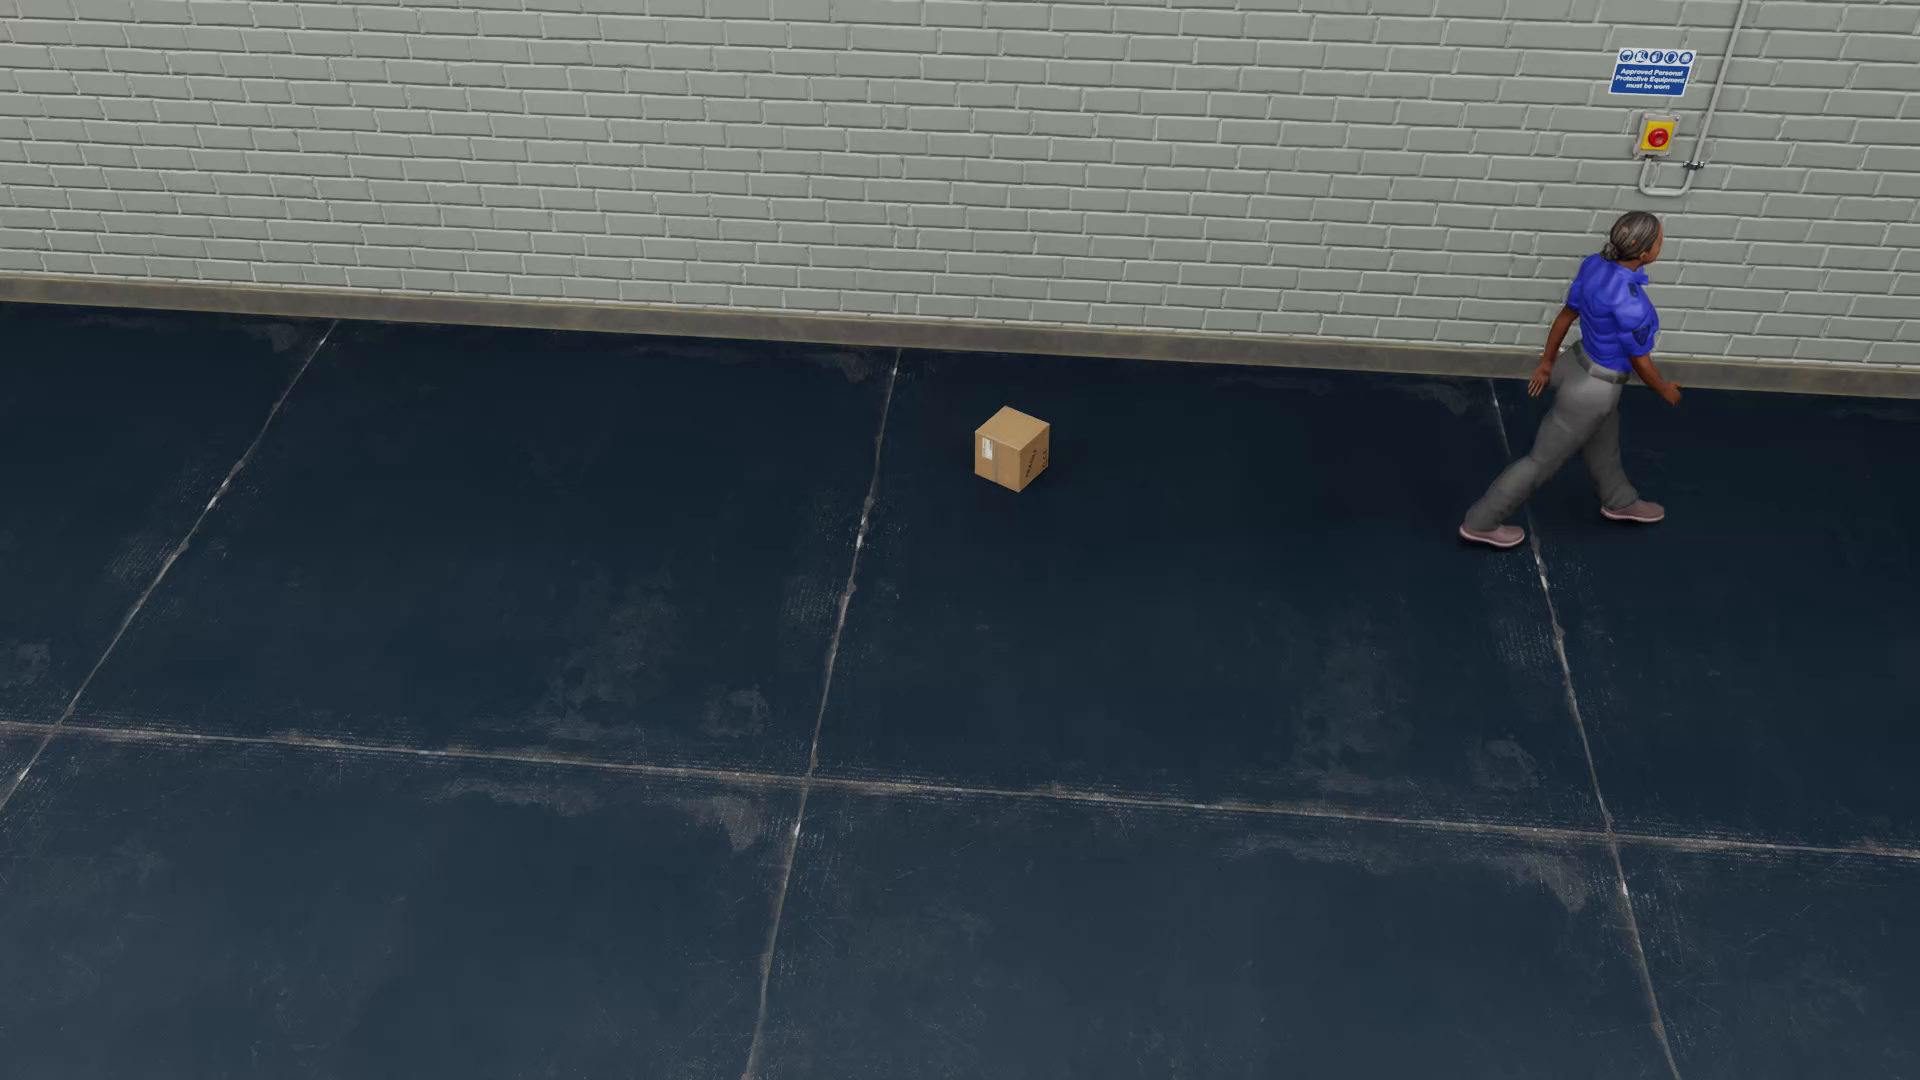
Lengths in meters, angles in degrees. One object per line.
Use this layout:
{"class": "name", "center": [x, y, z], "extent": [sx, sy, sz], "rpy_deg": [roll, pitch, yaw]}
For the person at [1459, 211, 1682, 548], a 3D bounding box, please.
{"class": "person", "center": [2.691, -0.650, 6.909], "extent": [0.967, 1.604, 0.443], "rpy_deg": [0, 40, 0]}
